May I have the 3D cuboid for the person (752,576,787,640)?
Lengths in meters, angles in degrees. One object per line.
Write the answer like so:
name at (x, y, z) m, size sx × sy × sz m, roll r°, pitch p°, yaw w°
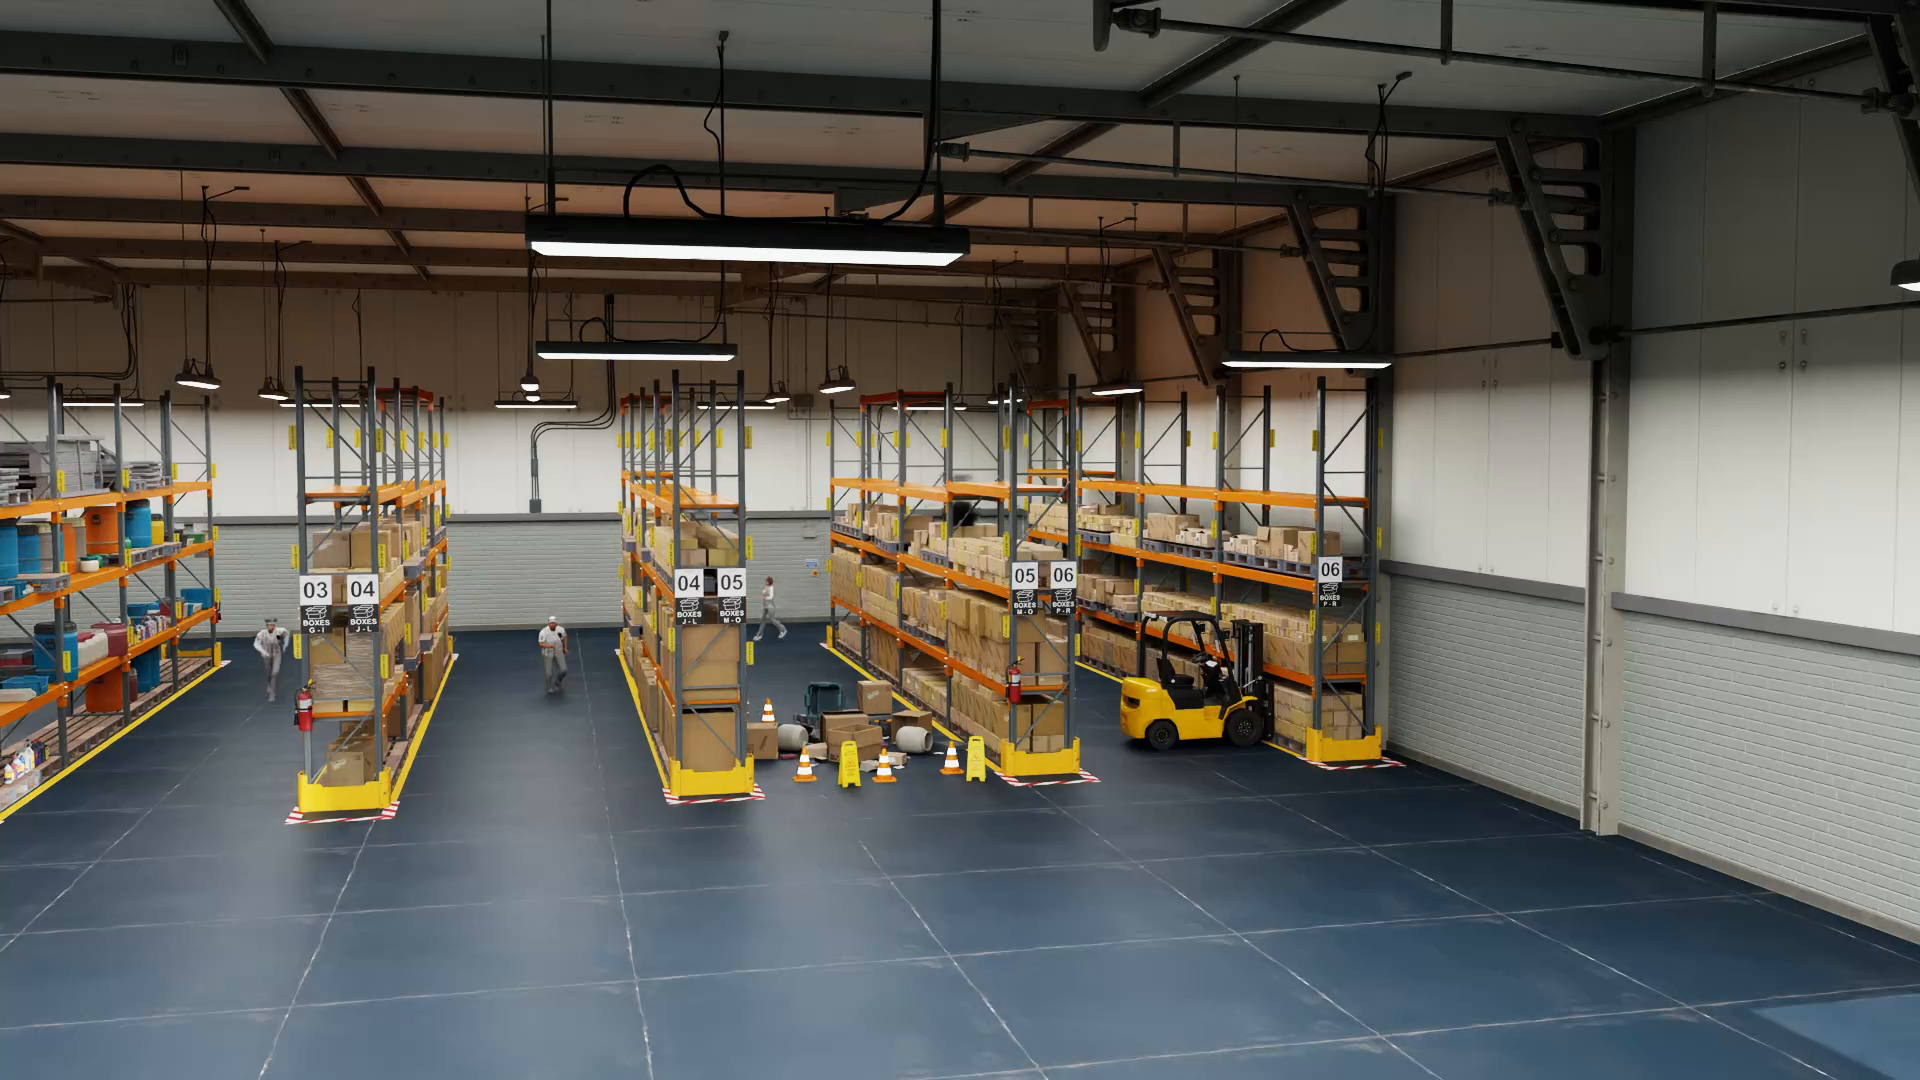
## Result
person at (-4.766, 1.715, 41.539) m, size 0.888 × 1.566 × 0.549 m, roll -2°, pitch 4°, yaw -26°

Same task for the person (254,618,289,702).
person at (-13.380, 2.295, 32.326) m, size 0.647 × 1.631 × 0.982 m, roll -2°, pitch 4°, yaw -26°

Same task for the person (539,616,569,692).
person at (-8.027, 2.267, 32.860) m, size 0.611 × 1.552 × 0.822 m, roll -2°, pitch 4°, yaw -25°
